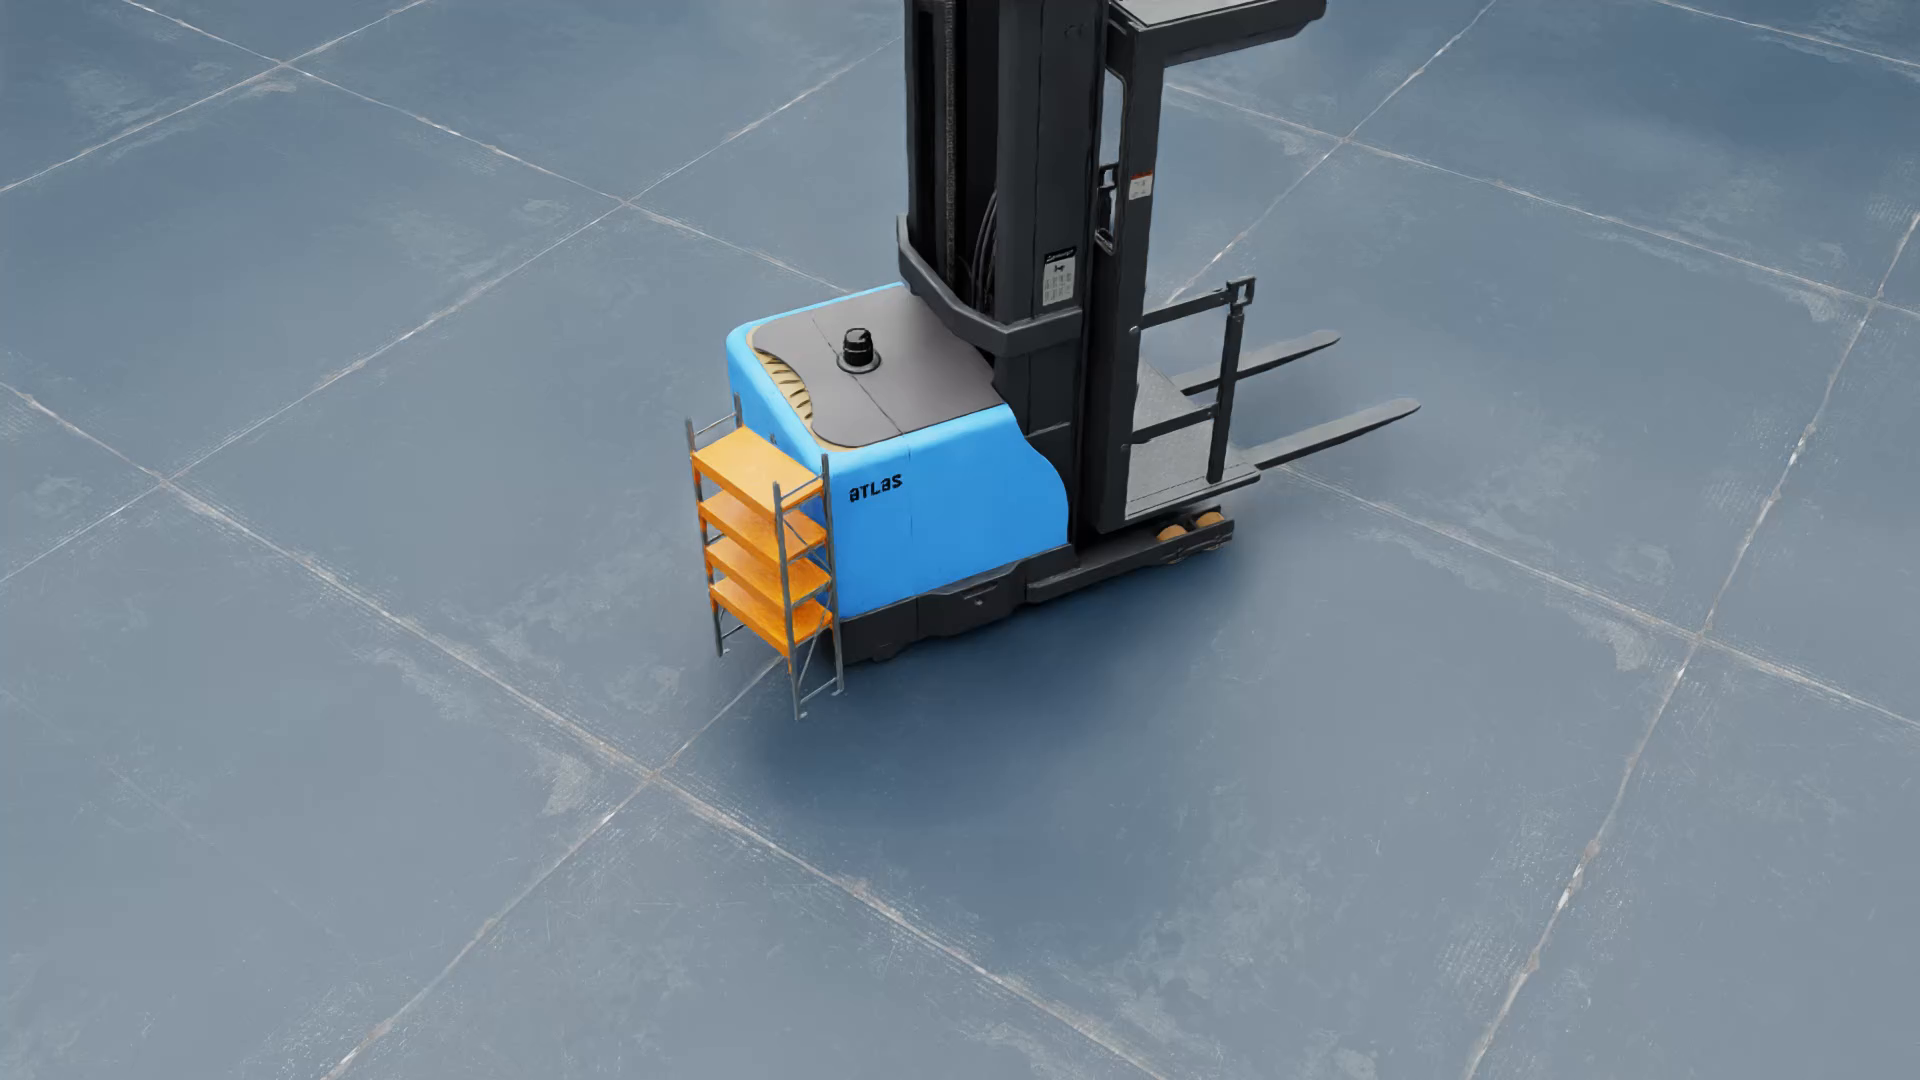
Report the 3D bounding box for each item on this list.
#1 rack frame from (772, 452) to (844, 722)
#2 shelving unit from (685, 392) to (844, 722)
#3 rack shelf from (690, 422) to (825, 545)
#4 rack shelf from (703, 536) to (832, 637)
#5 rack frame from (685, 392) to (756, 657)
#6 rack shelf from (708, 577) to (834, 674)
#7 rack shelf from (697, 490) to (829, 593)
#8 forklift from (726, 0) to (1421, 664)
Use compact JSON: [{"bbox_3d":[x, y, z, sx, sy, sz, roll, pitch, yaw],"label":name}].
[{"bbox_3d":[-0.550,0.200,6.127,0.240,1.200,0.015,-33,51,-31],"label":"rack frame"},{"bbox_3d":[-0.720,0.083,6.257,0.258,1.200,0.503,-33,51,-31],"label":"shelving unit"},{"bbox_3d":[-0.720,-0.209,5.995,0.258,0.148,0.480,-33,51,-31],"label":"rack shelf"},{"bbox_3d":[-0.720,0.133,6.302,0.258,0.148,0.480,-33,51,-31],"label":"rack shelf"},{"bbox_3d":[-0.890,-0.033,6.387,0.240,1.200,0.015,-33,51,-31],"label":"rack frame"},{"bbox_3d":[-0.720,0.281,6.434,0.258,0.148,0.480,-33,51,-31],"label":"rack shelf"},{"bbox_3d":[-0.720,-0.033,6.153,0.258,0.148,0.480,-33,51,-31],"label":"rack shelf"},{"bbox_3d":[0.610,-1.287,6.491,3.031,2.935,1.130,-19,45,-20],"label":"forklift"}]
